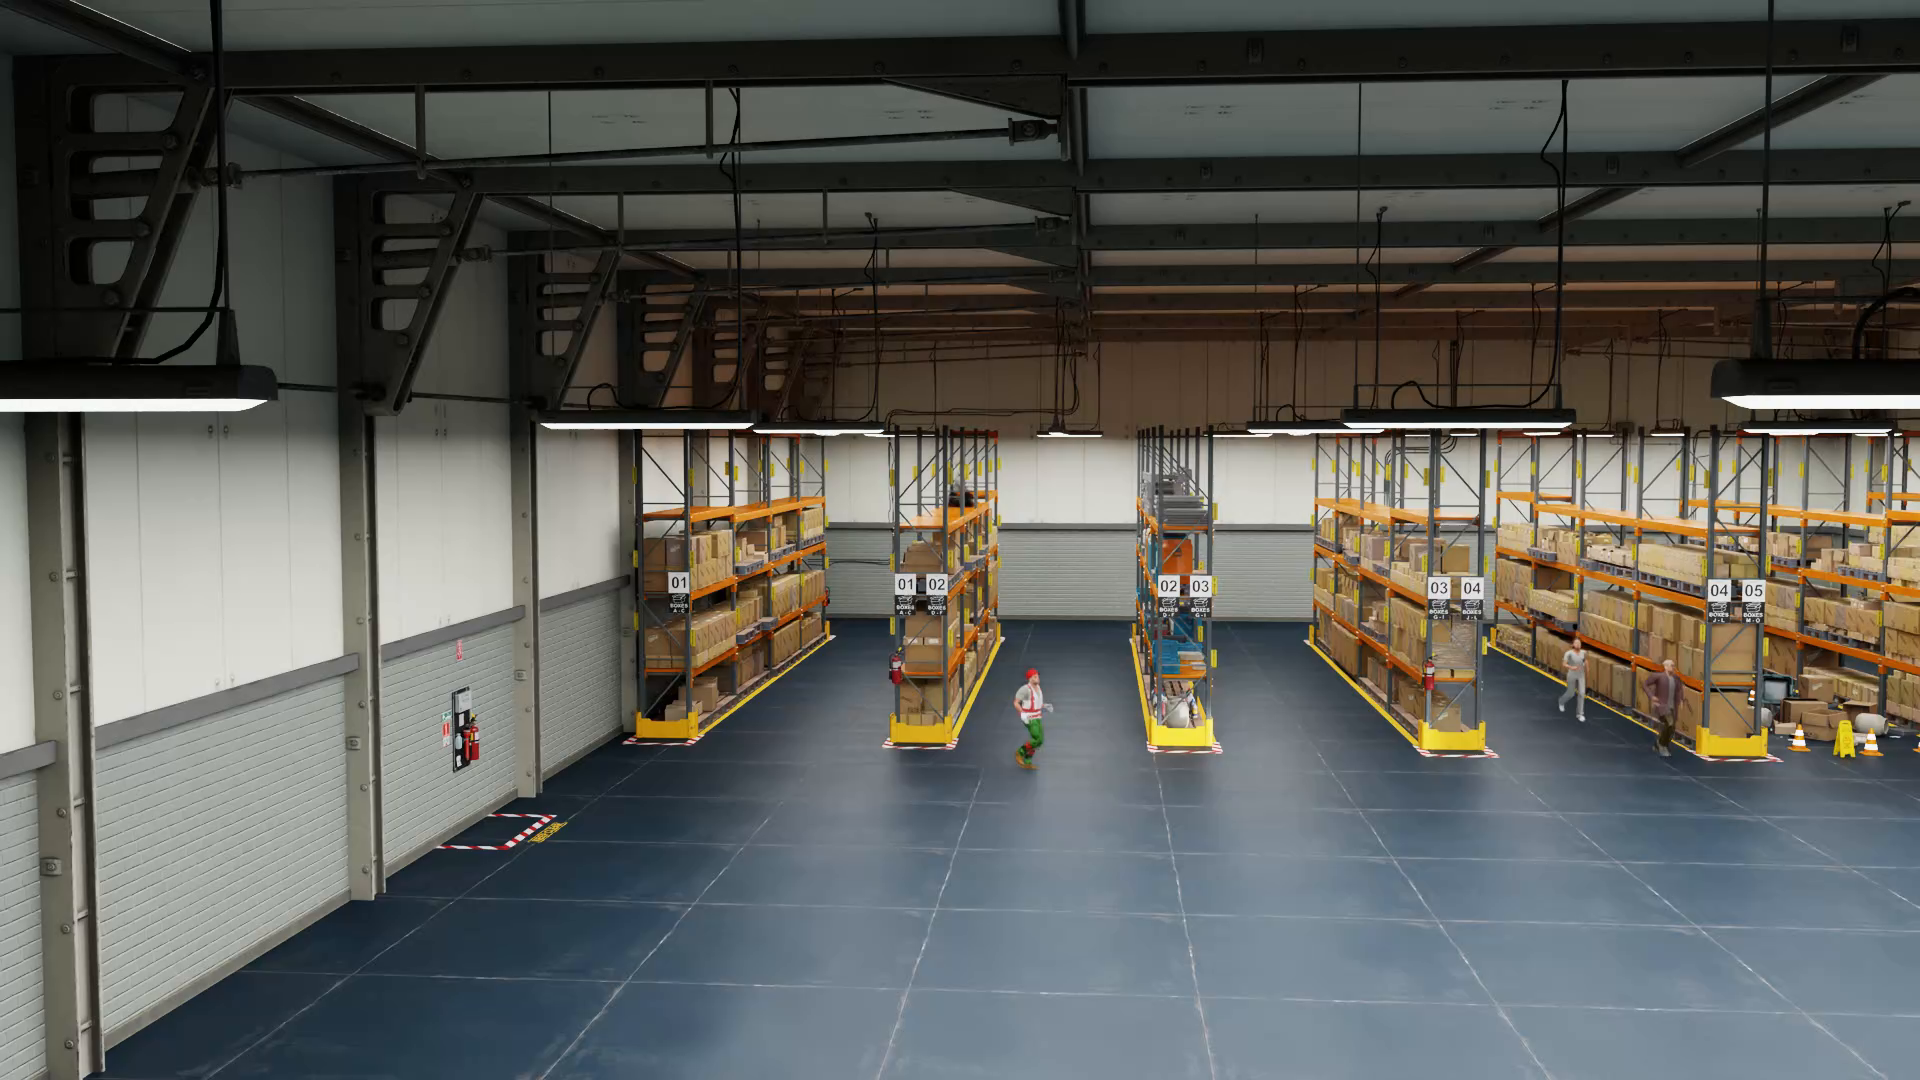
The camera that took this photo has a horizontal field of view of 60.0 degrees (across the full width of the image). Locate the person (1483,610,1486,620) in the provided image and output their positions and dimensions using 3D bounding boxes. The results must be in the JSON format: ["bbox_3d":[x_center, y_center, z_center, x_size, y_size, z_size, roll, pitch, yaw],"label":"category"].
[{"bbox_3d":[13.224,2.286,42.989,0.574,1.694,0.645,1,3,11],"label":"person"}]

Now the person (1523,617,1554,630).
[{"bbox_3d":[16.383,2.016,47.298,1.135,1.793,0.652,0,3,-4],"label":"person"}]

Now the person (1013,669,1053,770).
[{"bbox_3d":[1.294,3.111,28.877,0.607,1.749,0.637,2,4,33],"label":"person"}]

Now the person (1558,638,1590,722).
[{"bbox_3d":[12.662,2.836,34.225,0.577,1.675,0.950,0,3,-1],"label":"person"}]

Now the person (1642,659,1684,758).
[{"bbox_3d":[12.774,3.043,30.064,0.726,1.772,0.676,-1,4,-14],"label":"person"}]
